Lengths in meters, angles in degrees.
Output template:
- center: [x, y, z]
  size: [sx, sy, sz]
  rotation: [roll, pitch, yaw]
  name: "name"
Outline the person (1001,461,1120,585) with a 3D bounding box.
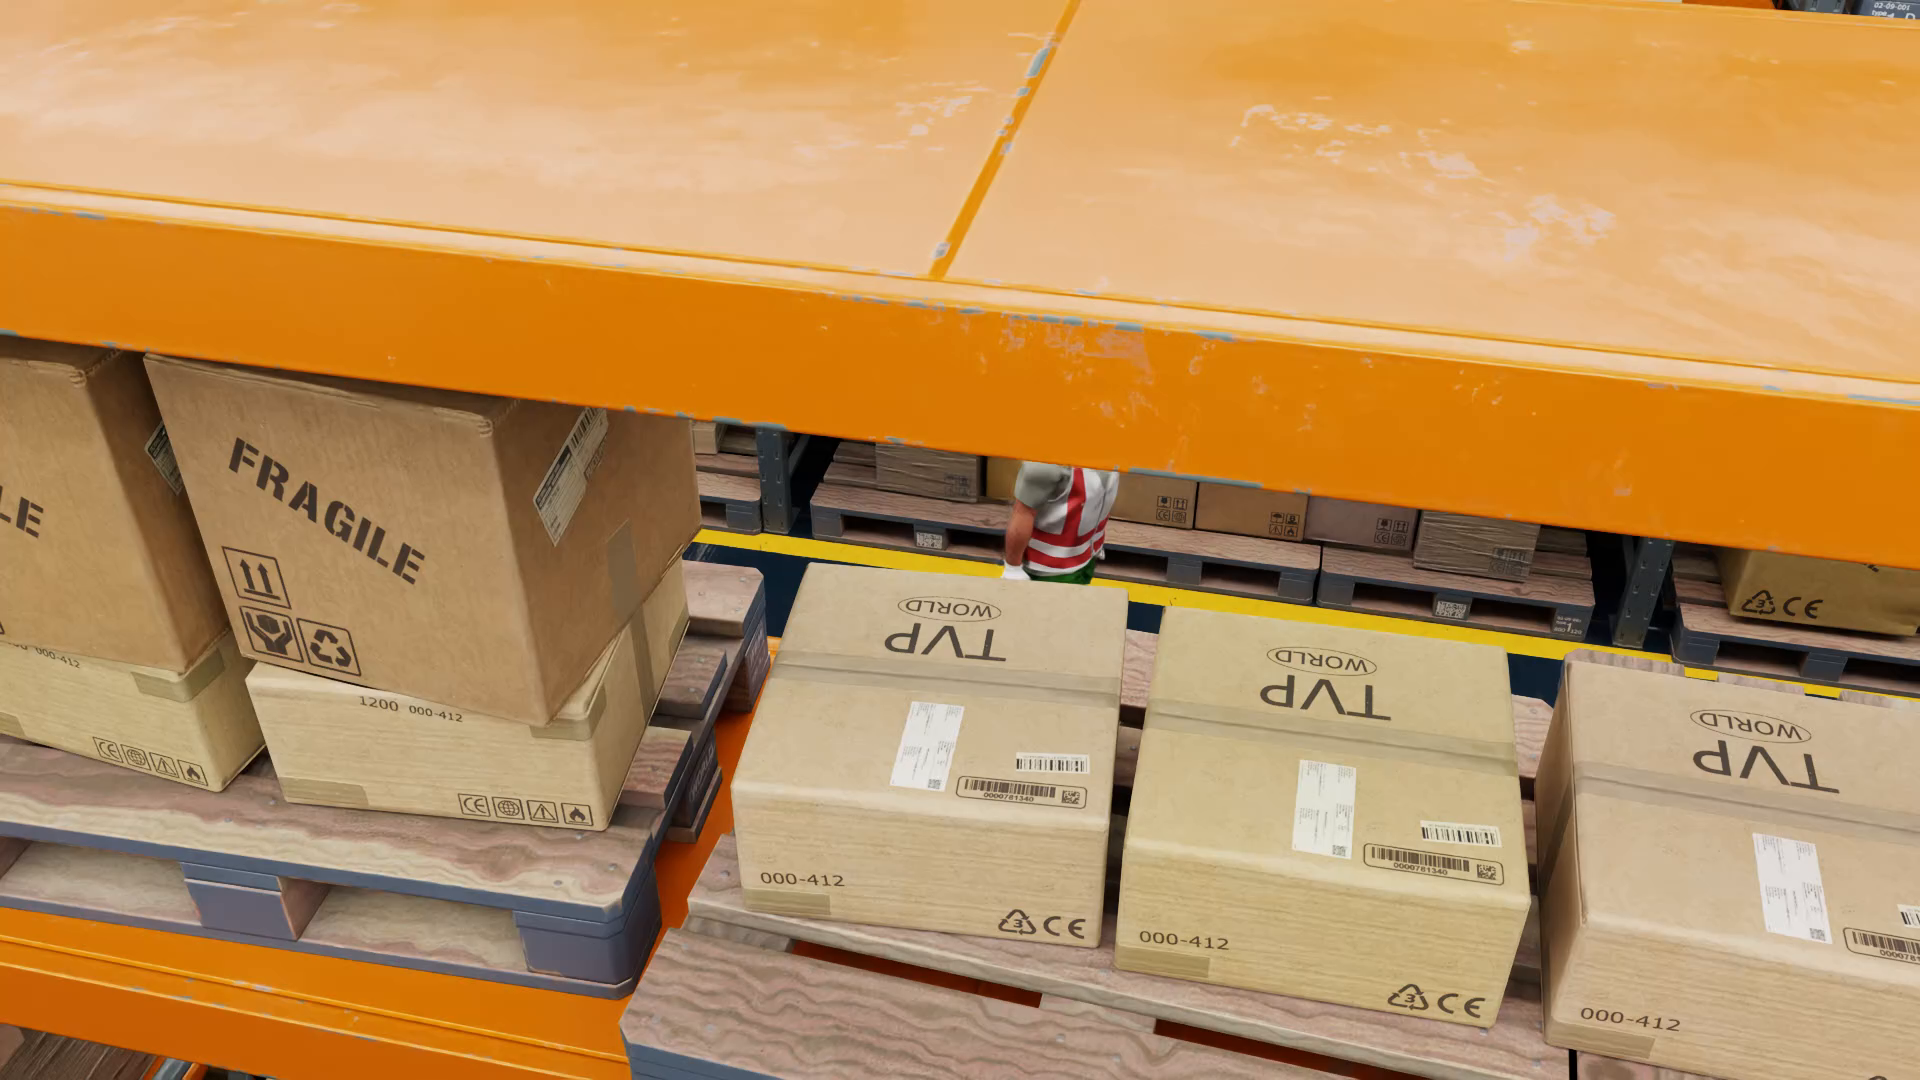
- center: [0.386, 0.051, 6.538]
  size: [0.501, 1.777, 0.585]
  rotation: [20, 41, 25]
  name: "person"
